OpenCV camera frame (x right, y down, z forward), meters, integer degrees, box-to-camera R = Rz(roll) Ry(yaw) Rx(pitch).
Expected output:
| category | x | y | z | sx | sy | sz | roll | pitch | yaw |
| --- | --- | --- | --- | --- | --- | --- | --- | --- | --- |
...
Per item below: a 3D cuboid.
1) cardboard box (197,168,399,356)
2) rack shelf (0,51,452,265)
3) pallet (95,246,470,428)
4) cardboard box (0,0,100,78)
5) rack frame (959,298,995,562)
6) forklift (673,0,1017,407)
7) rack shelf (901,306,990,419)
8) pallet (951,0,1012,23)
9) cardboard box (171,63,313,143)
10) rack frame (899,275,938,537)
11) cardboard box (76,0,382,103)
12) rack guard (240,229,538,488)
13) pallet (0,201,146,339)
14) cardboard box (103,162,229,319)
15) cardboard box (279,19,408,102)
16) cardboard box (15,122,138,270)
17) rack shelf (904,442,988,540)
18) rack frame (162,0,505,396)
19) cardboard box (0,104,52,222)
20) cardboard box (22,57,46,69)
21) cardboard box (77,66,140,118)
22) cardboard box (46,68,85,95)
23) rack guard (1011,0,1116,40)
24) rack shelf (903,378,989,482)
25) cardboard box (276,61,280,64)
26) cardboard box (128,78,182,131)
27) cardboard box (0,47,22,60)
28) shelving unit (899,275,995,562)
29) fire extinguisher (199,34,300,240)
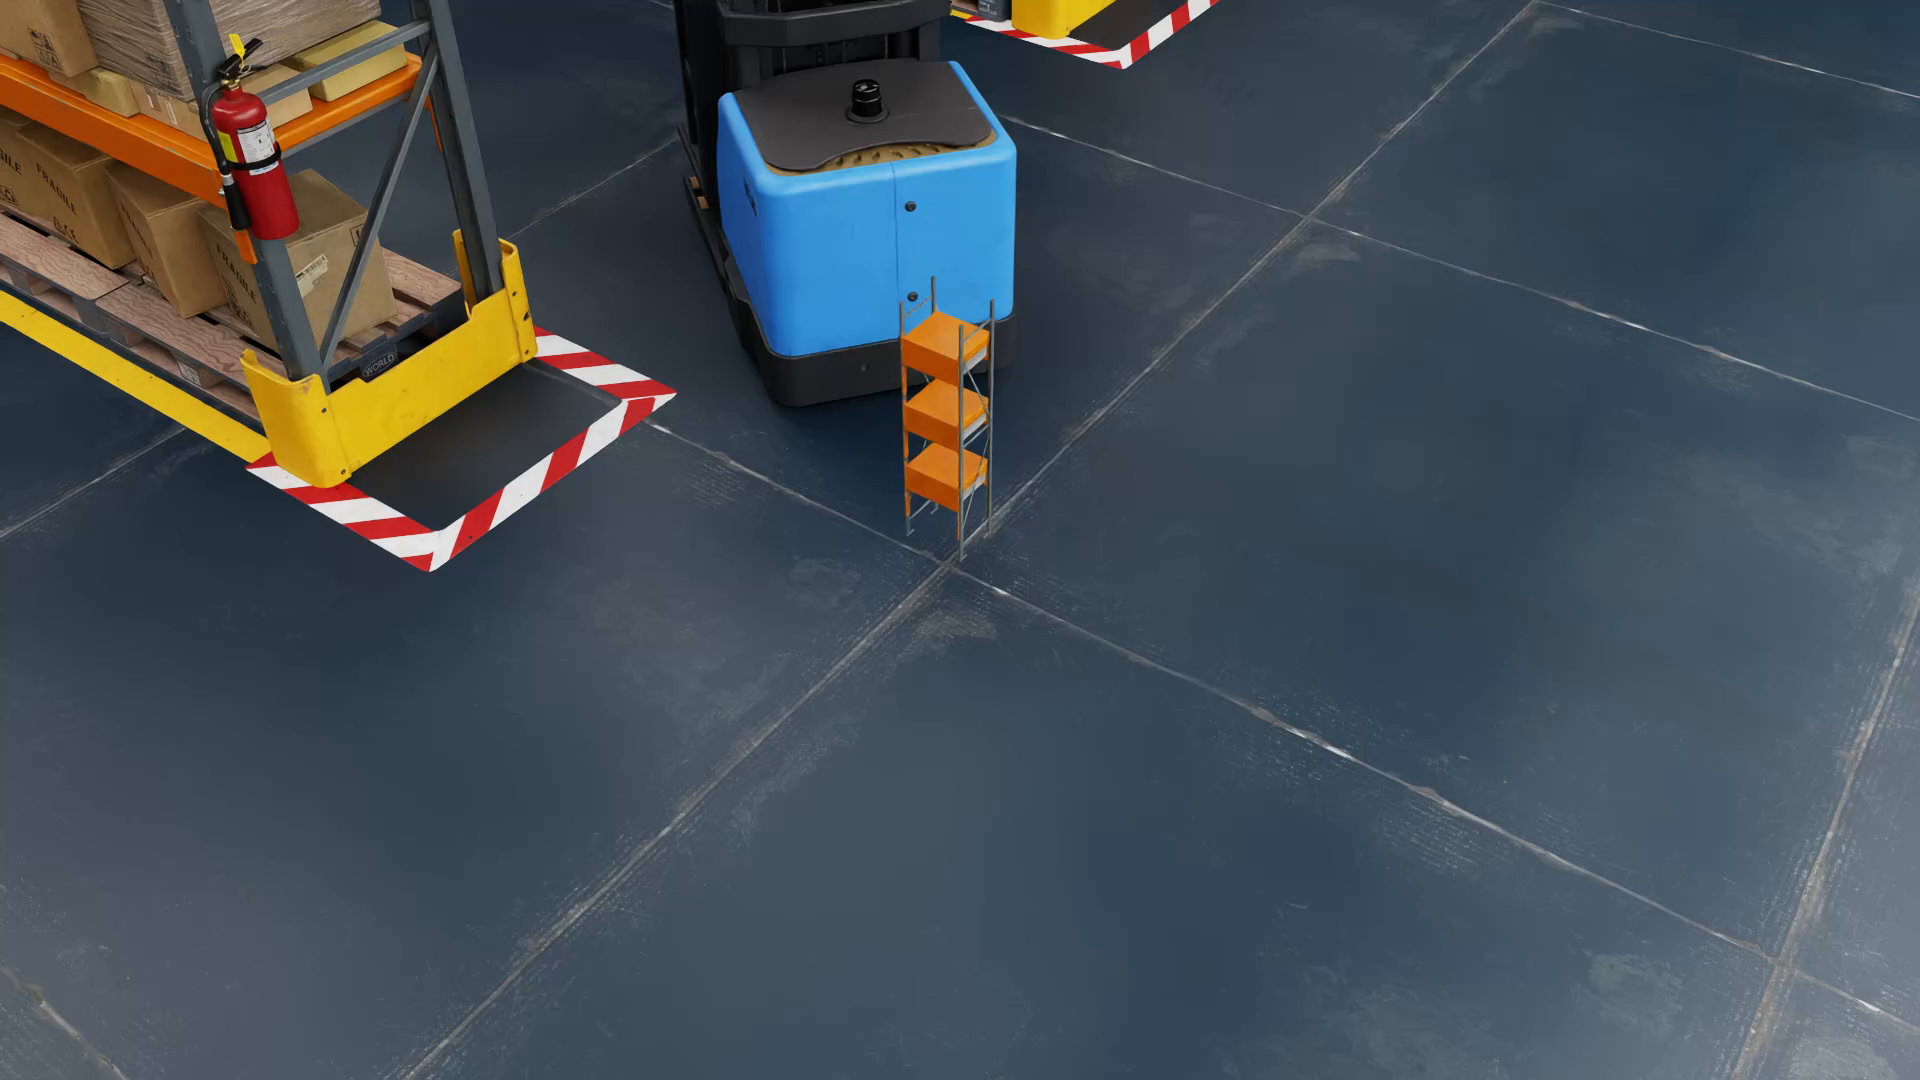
| category | x | y | z | sx | sy | sz | roll | pitch | yaw |
| --- | --- | --- | --- | --- | --- | --- | --- | --- | --- |
| cardboard box | -2.707 | -1.131 | 6.824 | 0.500 | 0.500 | 0.500 | -33 | 51 | -31 |
| rack shelf | -3.843 | -2.155 | 6.949 | 4.000 | 0.370 | 1.077 | 25 | 48 | 25 |
| pallet | -2.913 | -0.978 | 7.184 | 1.213 | 0.211 | 1.003 | 25 | 48 | 25 |
| cardboard box | -3.118 | -2.157 | 6.113 | 0.500 | 0.500 | 0.875 | 25 | 48 | 25 |
| rack frame | 0.056 | -0.365 | 5.871 | 0.008 | 1.050 | 0.200 | 25 | 48 | 25 |
| forklift | -0.695 | -2.628 | 6.989 | 1.130 | 2.935 | 3.031 | -12 | 43 | -13 |
| rack shelf | -0.044 | -0.615 | 5.741 | 0.240 | 0.259 | 0.215 | 25 | 48 | 25 |
| pallet | 0.026 | -3.551 | 10.060 | 1.213 | 0.211 | 1.003 | 25 | 48 | 25 |
| cardboard box | -2.557 | -1.560 | 5.933 | 0.250 | 0.149 | 0.380 | 25 | 48 | 25 |
| rack frame | -0.144 | -0.458 | 5.975 | 0.008 | 1.050 | 0.200 | 25 | 48 | 25 |
| cardboard box | -2.640 | -2.031 | 5.972 | 0.500 | 0.500 | 0.875 | 25 | 48 | 25 |
| rack guard | -2.268 | -0.755 | 6.719 | 0.348 | 0.500 | 1.175 | 25 | 48 | 25 |
| pallet | -3.907 | -1.445 | 7.707 | 1.213 | 0.211 | 1.003 | 25 | 48 | 25 |
| cardboard box | -3.216 | -1.341 | 7.059 | 0.500 | 0.500 | 0.500 | -29 | 49 | -28 |
| cardboard box | -2.302 | -1.803 | 6.204 | 0.250 | 0.149 | 0.380 | 25 | 48 | 25 |
| cardboard box | -3.718 | -1.591 | 7.338 | 0.500 | 0.500 | 0.500 | 30 | 50 | 29 |
| rack shelf | -0.044 | -0.197 | 6.115 | 0.240 | 0.259 | 0.215 | 25 | 48 | 25 |
| rack frame | -2.205 | -1.657 | 5.853 | 0.127 | 3.000 | 1.000 | 25 | 48 | 25 |
| cardboard box | -4.149 | -1.829 | 7.604 | 0.500 | 0.500 | 0.500 | 21 | 46 | 22 |
| cardboard box | -3.373 | -1.946 | 6.364 | 0.250 | 0.149 | 0.380 | 25 | 48 | 25 |
| cardboard box | -2.996 | -1.724 | 6.116 | 0.250 | 0.149 | 0.380 | 25 | 48 | 25 |
| cardboard box | -3.192 | -1.828 | 6.232 | 0.250 | 0.149 | 0.380 | 25 | 48 | 25 |
| rack guard | 0.745 | -3.386 | 9.659 | 0.348 | 0.500 | 1.175 | 25 | 48 | 25 |
| rack shelf | -0.044 | -0.404 | 5.930 | 0.240 | 0.259 | 0.215 | 25 | 48 | 25 |
| cardboard box | -2.496 | -1.909 | 6.323 | 0.250 | 0.149 | 0.380 | 25 | 48 | 25 |
| cardboard box | -2.762 | -1.656 | 6.040 | 0.250 | 0.149 | 0.380 | 25 | 48 | 25 |
| cardboard box | -3.590 | -2.030 | 6.457 | 0.250 | 0.149 | 0.380 | 25 | 48 | 25 |
| shelving unit | -0.044 | -0.412 | 5.923 | 0.252 | 1.050 | 0.215 | 25 | 48 | 25 |
| fire extinguisher | -2.376 | -1.333 | 5.548 | 0.183 | 0.674 | 0.296 | 25 | 48 | 25 |
